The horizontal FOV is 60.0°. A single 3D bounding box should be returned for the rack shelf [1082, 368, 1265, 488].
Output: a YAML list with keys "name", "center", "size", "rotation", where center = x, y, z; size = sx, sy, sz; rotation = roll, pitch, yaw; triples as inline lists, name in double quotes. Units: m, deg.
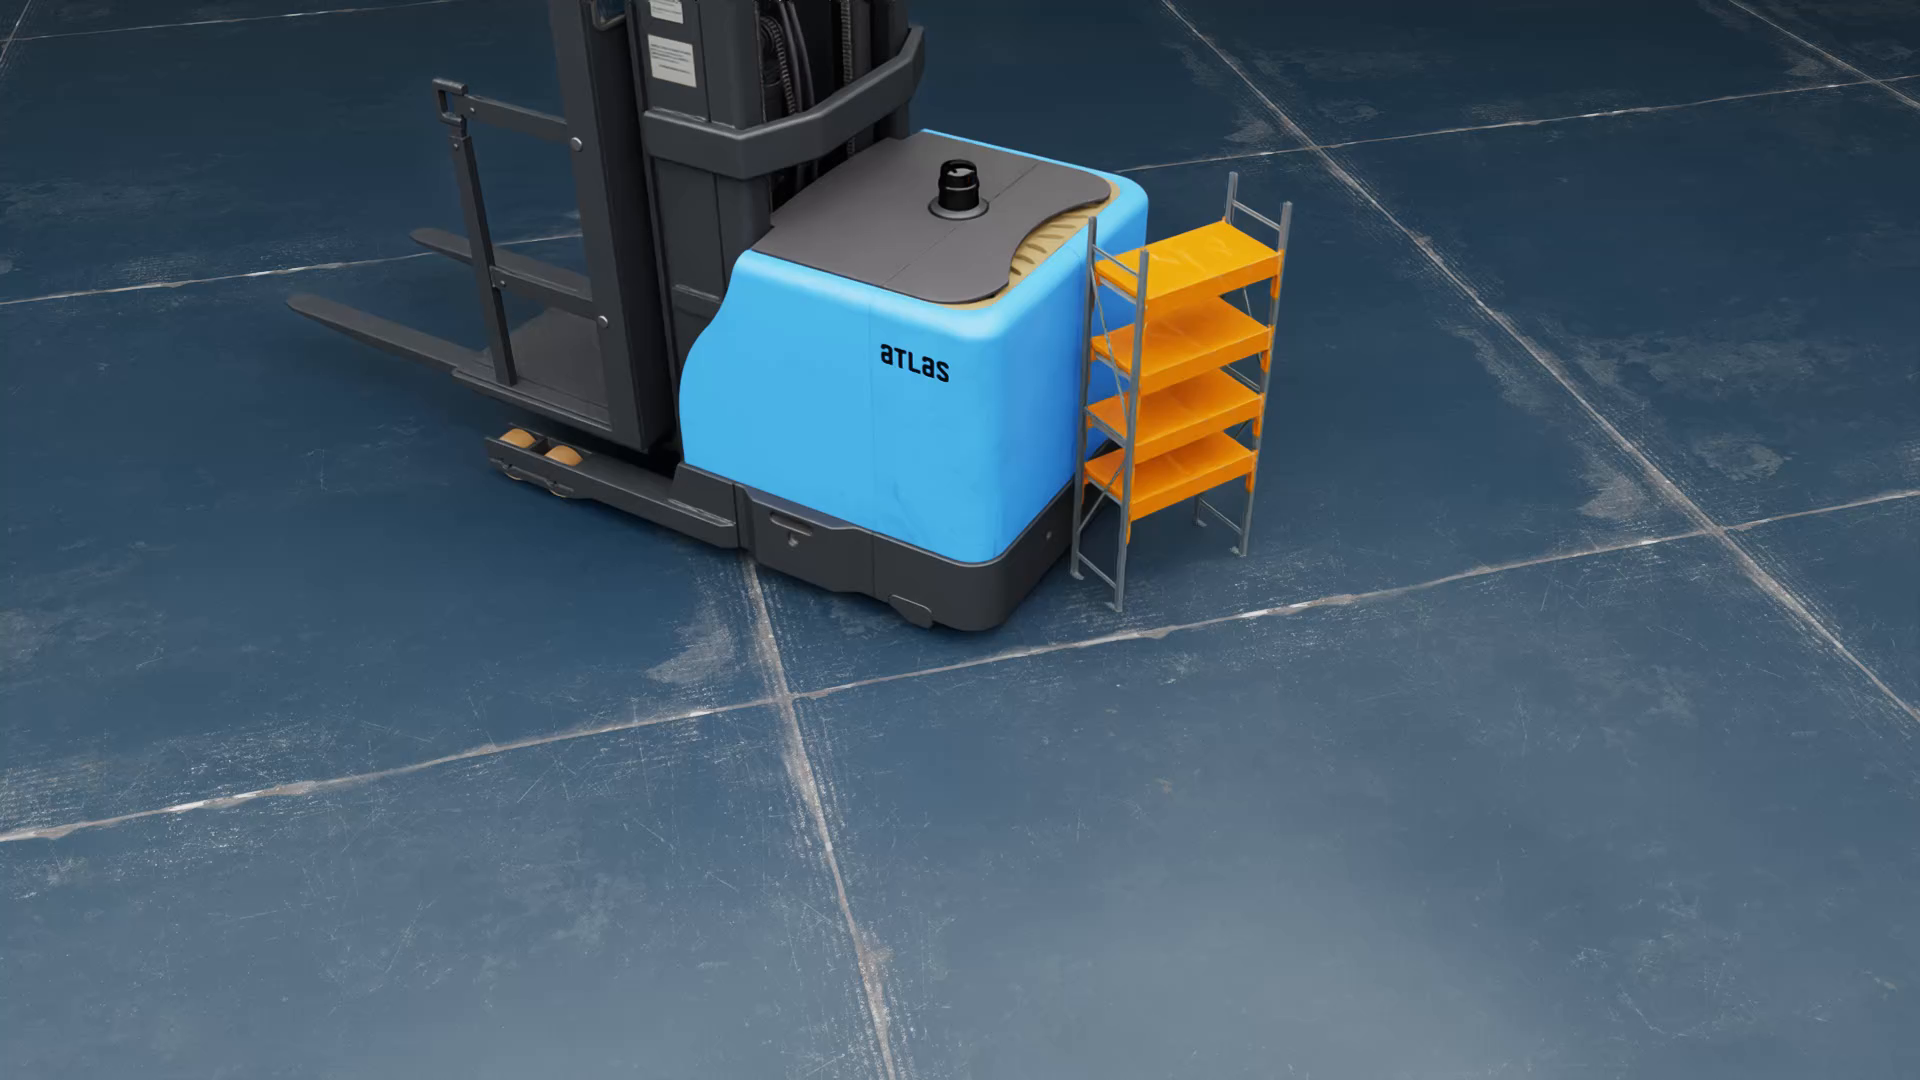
- name: "rack shelf"
  center: [0.615, -0.347, 4.827]
  size: [0.480, 0.148, 0.258]
  rotation: [-22, 43, -26]

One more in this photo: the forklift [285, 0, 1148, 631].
- name: "forklift"
  center: [-0.967, -1.559, 4.876]
  size: [3.031, 2.935, 1.130]
  rotation: [20, 42, 24]

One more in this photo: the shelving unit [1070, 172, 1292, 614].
- name: "shelving unit"
  center: [0.615, -0.400, 4.786]
  size: [0.503, 1.200, 0.258]
  rotation: [-22, 43, -26]

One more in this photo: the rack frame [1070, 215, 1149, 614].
- name: "rack frame"
  center: [0.411, -0.319, 4.679]
  size: [0.015, 1.200, 0.240]
  rotation: [-22, 43, -26]

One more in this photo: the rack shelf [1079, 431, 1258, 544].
- name: "rack shelf"
  center: [0.615, -0.189, 4.947]
  size: [0.480, 0.148, 0.258]
  rotation: [-22, 43, -26]

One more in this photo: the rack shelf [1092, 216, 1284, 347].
- name: "rack shelf"
  center: [0.615, -0.712, 4.547]
  size: [0.480, 0.148, 0.258]
  rotation: [-22, 43, -26]

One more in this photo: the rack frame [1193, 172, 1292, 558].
- name: "rack frame"
  center: [0.818, -0.482, 4.893]
  size: [0.015, 1.200, 0.240]
  rotation: [-22, 43, -26]

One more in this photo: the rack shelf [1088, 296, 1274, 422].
- name: "rack shelf"
  center: [0.615, -0.525, 4.691]
  size: [0.480, 0.148, 0.258]
  rotation: [-22, 43, -26]
